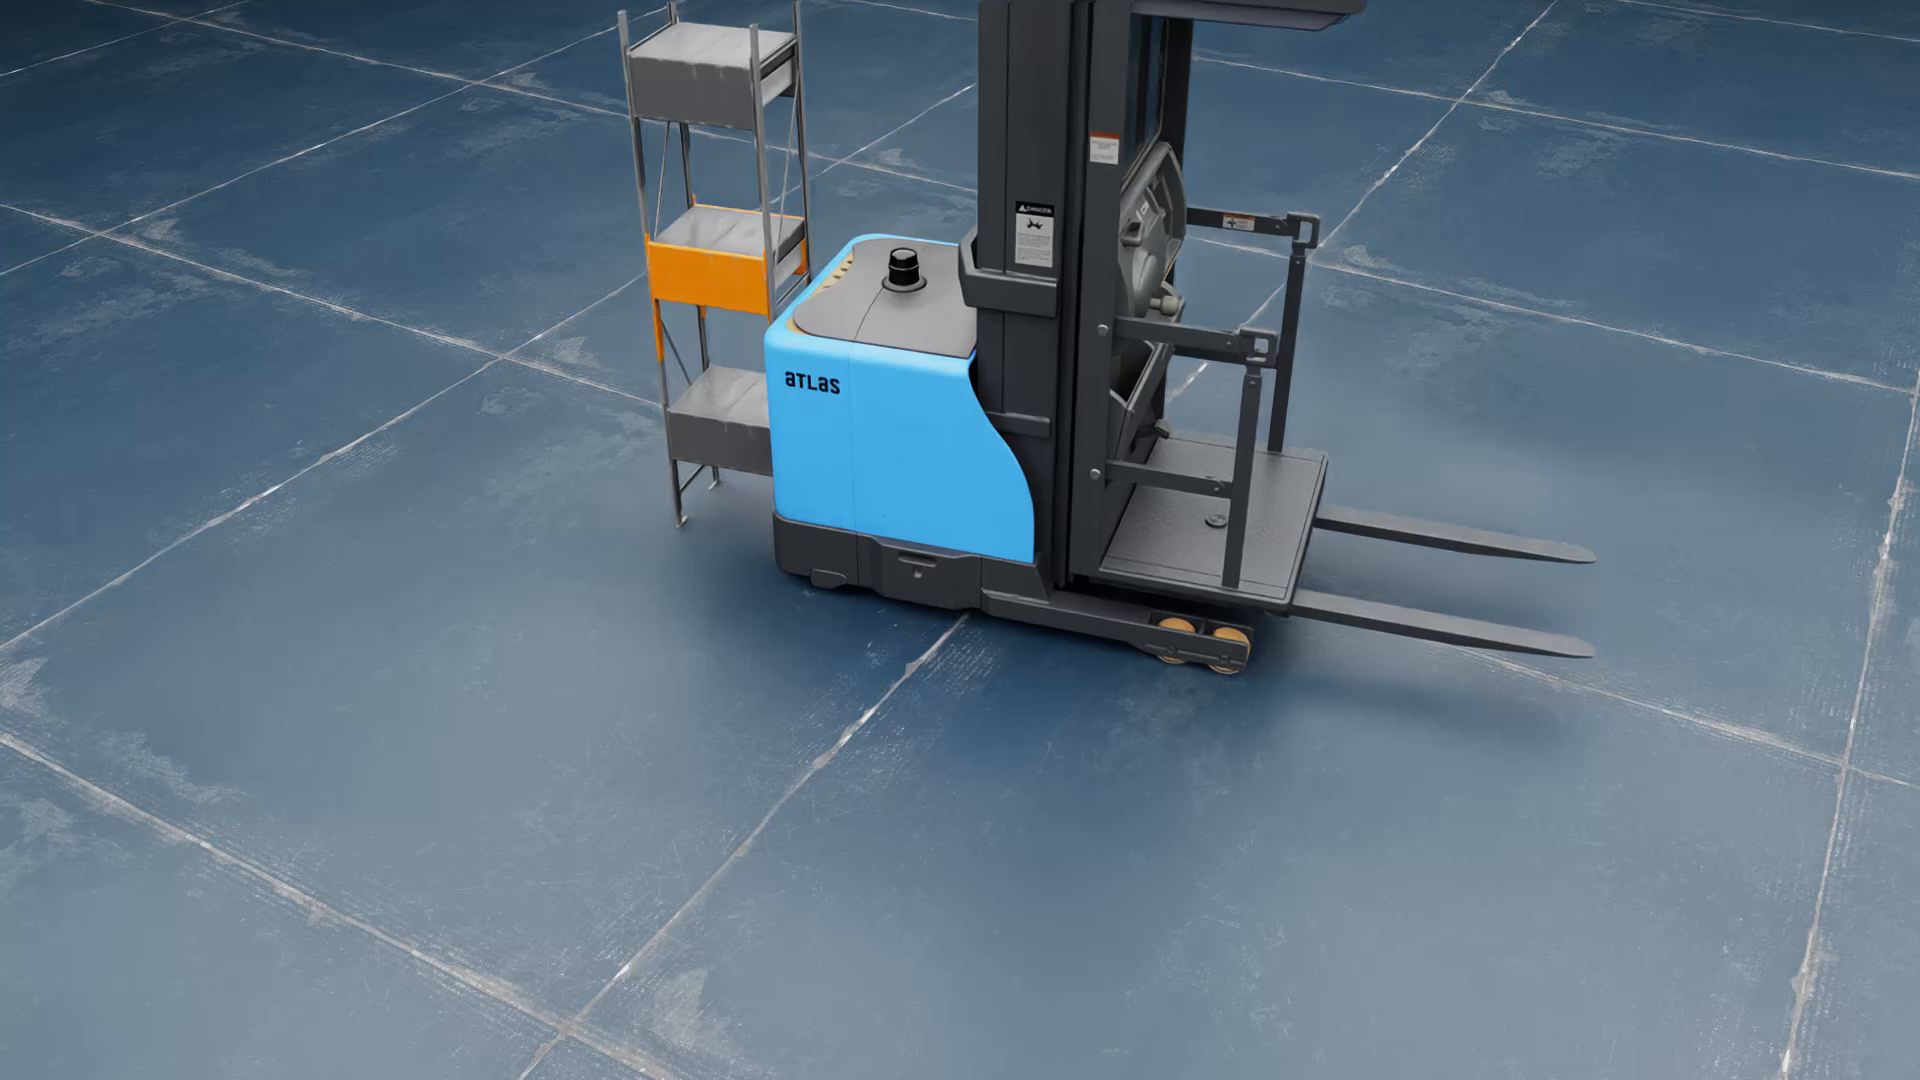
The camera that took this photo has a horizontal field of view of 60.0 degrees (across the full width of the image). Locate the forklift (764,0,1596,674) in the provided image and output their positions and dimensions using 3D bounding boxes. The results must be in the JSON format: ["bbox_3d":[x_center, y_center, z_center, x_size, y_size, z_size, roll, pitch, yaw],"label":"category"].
[{"bbox_3d":[0.853,-1.066,5.707,3.031,2.935,1.130,10,35,15],"label":"forklift"}]

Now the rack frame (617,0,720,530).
[{"bbox_3d":[-1.097,-1.023,6.392,0.015,2.100,0.400,10,35,15],"label":"rack frame"}]

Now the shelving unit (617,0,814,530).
[{"bbox_3d":[-0.865,-0.982,6.330,0.503,2.100,0.431,10,35,15],"label":"shelving unit"}]

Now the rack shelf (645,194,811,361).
[{"bbox_3d":[-0.865,-0.970,6.337,0.480,0.518,0.431,10,35,15],"label":"rack shelf"}]

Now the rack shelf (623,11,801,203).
[{"bbox_3d":[-0.865,-1.553,5.949,0.480,0.518,0.431,10,35,15],"label":"rack shelf"}]

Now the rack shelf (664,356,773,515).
[{"bbox_3d":[-0.865,-0.388,6.725,0.480,0.518,0.431,10,35,15],"label":"rack shelf"}]

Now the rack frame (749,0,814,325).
[{"bbox_3d":[-0.633,-0.940,6.267,0.015,2.100,0.400,10,35,15],"label":"rack frame"}]
